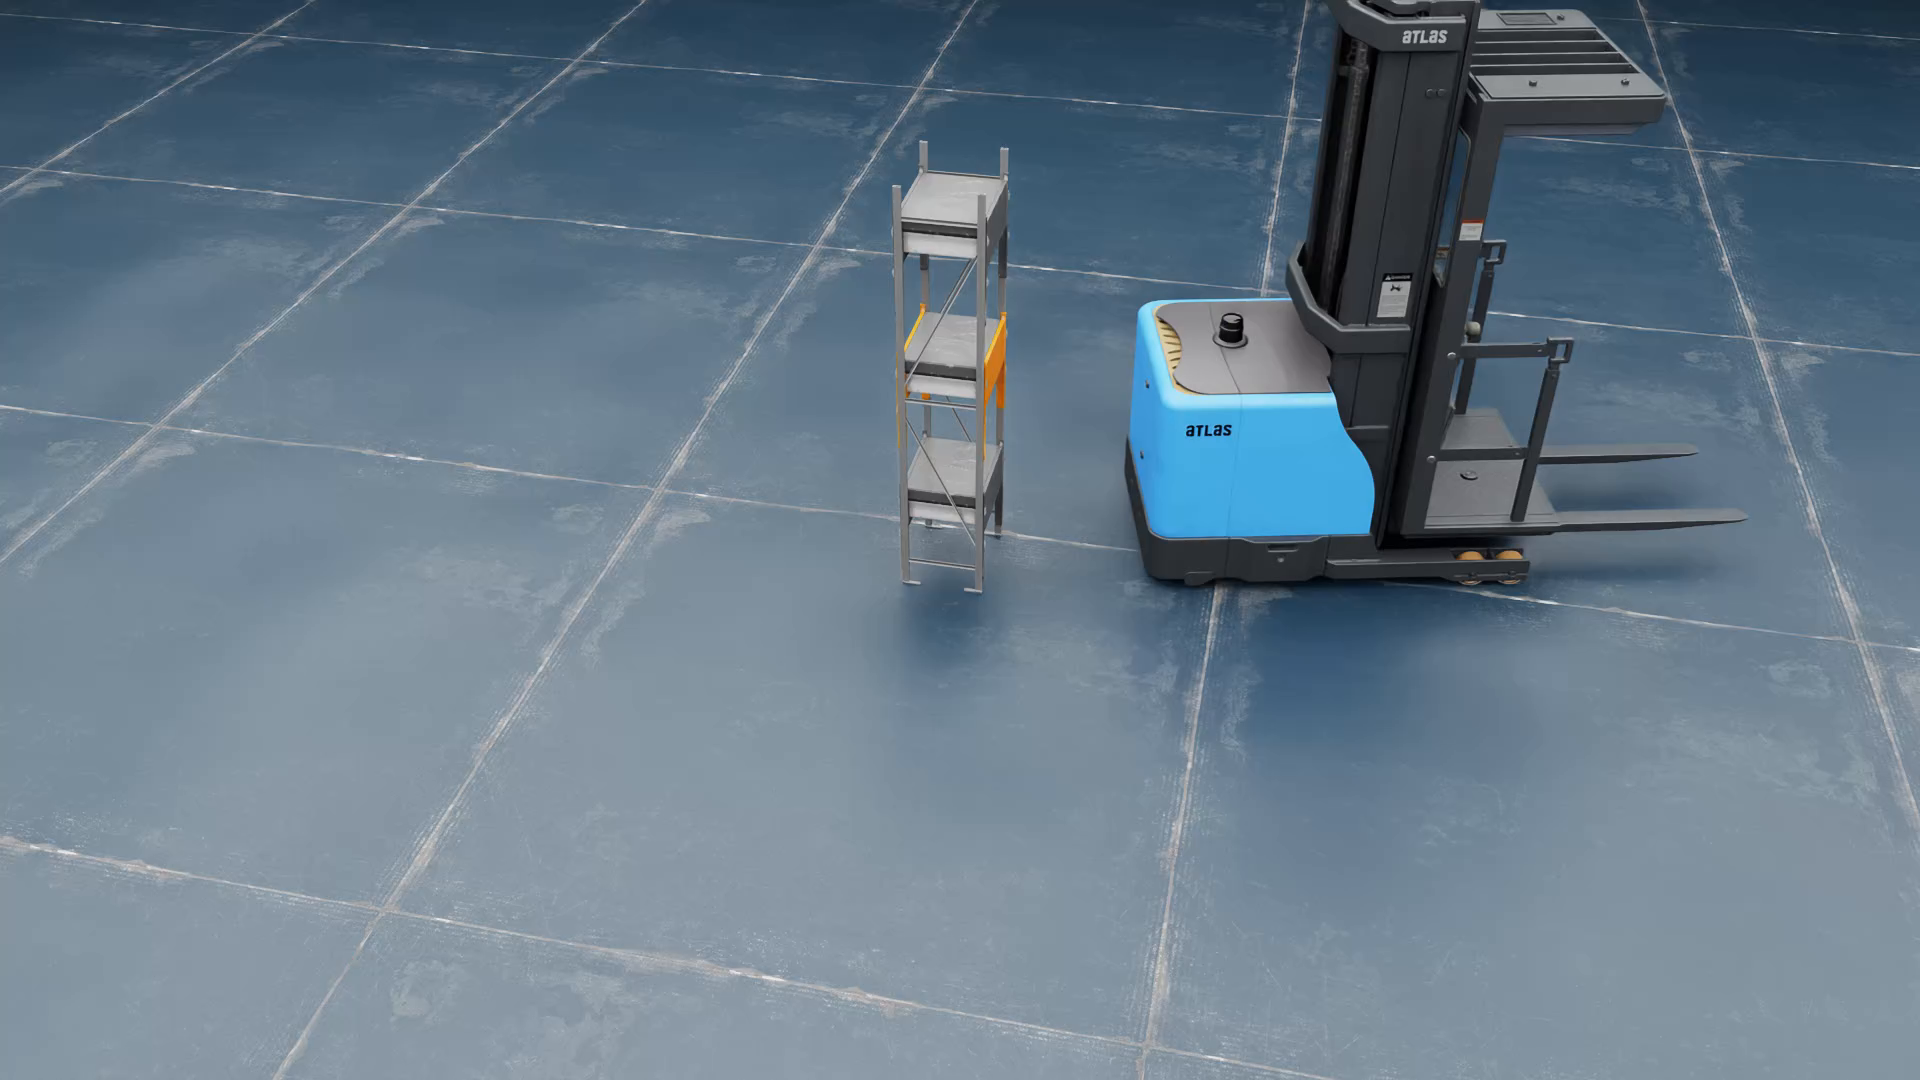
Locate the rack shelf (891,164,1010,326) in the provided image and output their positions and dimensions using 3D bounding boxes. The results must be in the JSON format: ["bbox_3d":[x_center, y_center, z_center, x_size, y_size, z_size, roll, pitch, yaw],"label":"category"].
[{"bbox_3d":[-0.035,-1.311,7.370,0.431,0.518,0.480,7,37,10],"label":"rack shelf"}]

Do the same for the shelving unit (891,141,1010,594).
[{"bbox_3d":[-0.035,-0.755,7.773,0.431,2.100,0.503,7,37,10],"label":"shelving unit"}]

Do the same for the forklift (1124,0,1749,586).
[{"bbox_3d":[2.409,-1.275,7.782,3.031,2.935,1.130,-1,36,-2],"label":"forklift"}]

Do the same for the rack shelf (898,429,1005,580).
[{"bbox_3d":[-0.035,-0.177,8.192,0.431,0.518,0.480,7,37,10],"label":"rack shelf"}]

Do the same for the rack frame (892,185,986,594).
[{"bbox_3d":[-0.087,-0.615,7.580,0.400,2.100,0.015,7,37,10],"label":"rack frame"}]

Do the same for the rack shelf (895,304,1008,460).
[{"bbox_3d":[-0.035,-0.744,7.781,0.431,0.518,0.480,7,37,10],"label":"rack shelf"}]

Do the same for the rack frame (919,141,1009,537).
[{"bbox_3d":[0.017,-0.895,7.966,0.400,2.100,0.015,7,37,10],"label":"rack frame"}]
